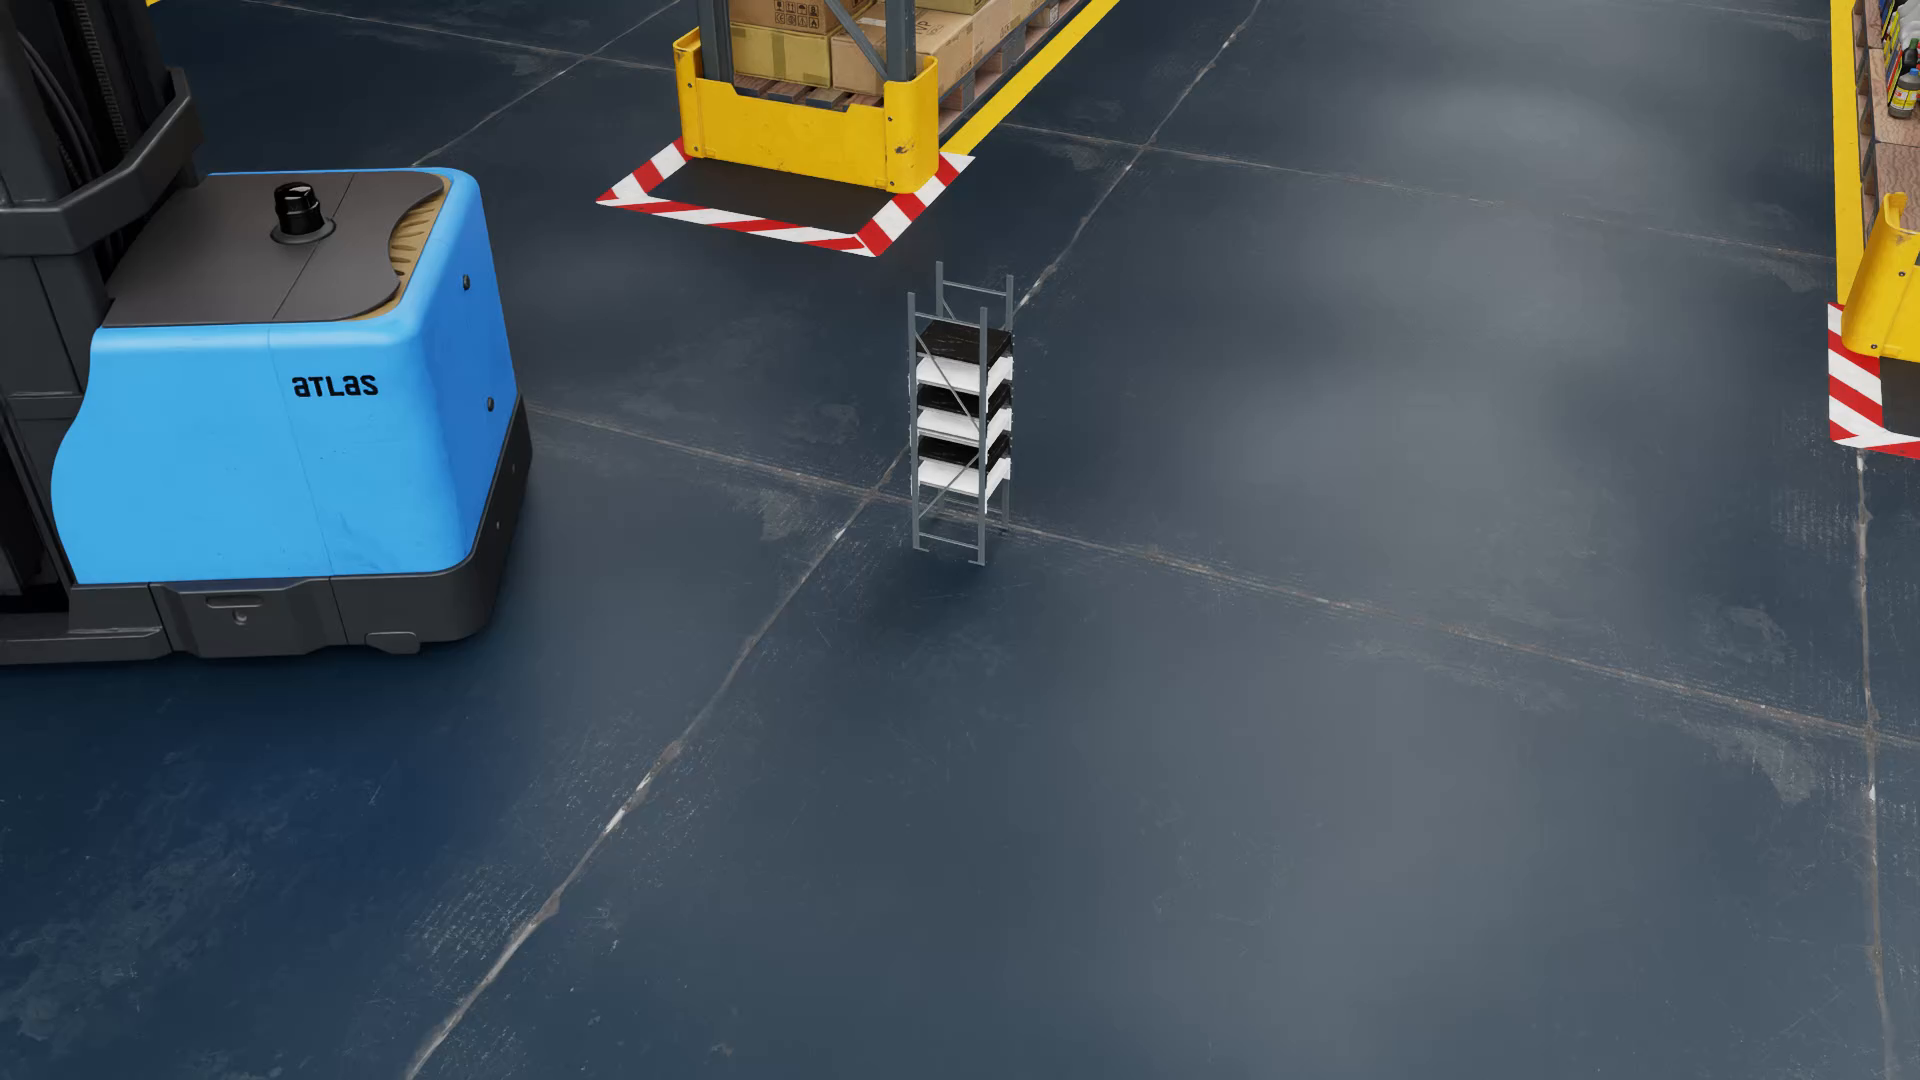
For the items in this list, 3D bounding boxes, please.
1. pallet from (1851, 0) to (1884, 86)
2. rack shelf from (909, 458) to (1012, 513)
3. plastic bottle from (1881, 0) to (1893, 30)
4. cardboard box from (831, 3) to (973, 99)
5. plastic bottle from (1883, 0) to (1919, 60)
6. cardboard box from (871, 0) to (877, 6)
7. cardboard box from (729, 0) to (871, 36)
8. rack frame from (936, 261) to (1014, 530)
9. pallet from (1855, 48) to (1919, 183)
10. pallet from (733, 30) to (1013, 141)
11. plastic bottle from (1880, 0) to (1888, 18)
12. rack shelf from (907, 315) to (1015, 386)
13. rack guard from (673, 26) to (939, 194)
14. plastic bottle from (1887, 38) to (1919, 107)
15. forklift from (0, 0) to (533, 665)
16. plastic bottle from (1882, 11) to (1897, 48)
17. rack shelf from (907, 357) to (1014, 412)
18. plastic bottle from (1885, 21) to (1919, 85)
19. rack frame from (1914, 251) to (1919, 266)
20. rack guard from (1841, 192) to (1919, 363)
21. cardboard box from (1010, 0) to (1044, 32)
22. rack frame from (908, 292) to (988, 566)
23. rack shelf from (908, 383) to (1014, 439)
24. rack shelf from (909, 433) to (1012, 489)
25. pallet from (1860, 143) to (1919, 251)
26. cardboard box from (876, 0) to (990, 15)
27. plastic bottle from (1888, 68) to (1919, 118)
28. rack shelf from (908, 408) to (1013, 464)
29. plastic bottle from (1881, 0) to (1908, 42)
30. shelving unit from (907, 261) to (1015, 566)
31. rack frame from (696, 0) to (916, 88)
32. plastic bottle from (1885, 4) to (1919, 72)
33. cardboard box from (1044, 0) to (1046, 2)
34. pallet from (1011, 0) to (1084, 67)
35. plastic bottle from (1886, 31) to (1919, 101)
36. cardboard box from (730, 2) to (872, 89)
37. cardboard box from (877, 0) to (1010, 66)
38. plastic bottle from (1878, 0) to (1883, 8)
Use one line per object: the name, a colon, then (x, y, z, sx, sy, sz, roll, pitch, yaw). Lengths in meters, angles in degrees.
pallet: (5.134, -2.551, 8.486, 1.003, 0.211, 1.213, 14, 39, 18)
rack shelf: (0.003, -0.194, 5.114, 0.258, 0.077, 0.200, 14, 39, 18)
plastic bottle: (4.666, -2.688, 8.186, 0.144, 0.351, 0.185, 12, 38, 16)
cardboard box: (-0.263, -2.259, 7.713, 0.500, 0.250, 0.500, 14, 39, 18)
plastic bottle: (4.504, -2.453, 7.872, 0.144, 0.351, 0.185, 14, 39, 17)
cardboard box: (-0.563, -2.657, 8.245, 0.500, 0.250, 0.500, 14, 39, 18)
cardboard box: (-0.744, -2.678, 7.647, 0.500, 0.500, 0.500, 14, 39, 18)
rack frame: (0.042, -0.421, 5.062, 0.240, 0.900, 0.006, 14, 39, 18)
pallet: (4.672, -1.873, 7.580, 1.003, 0.211, 1.213, 14, 39, 18)
pallet: (-0.421, -2.262, 8.100, 1.003, 0.211, 1.213, 14, 39, 18)
plastic bottle: (4.738, -2.793, 8.326, 0.144, 0.351, 0.185, 15, 39, 19)
rack shelf: (0.003, -0.555, 4.845, 0.258, 0.077, 0.200, 14, 39, 18)
rack guard: (-0.682, -1.931, 7.416, 1.175, 0.500, 0.348, 14, 39, 18)
plastic bottle: (4.227, -2.089, 7.441, 0.061, 0.283, 0.133, 15, 39, 19)
forklift: (-2.902, -1.093, 4.264, 3.031, 2.935, 1.130, -2, 37, -3)
plastic bottle: (4.536, -2.477, 8.029, 0.097, 0.201, 0.097, 0, 37, 0)
rack shelf: (0.003, -0.482, 4.899, 0.258, 0.077, 0.200, 14, 39, 18)
plastic bottle: (4.374, -2.228, 7.632, 0.152, 0.276, 0.135, 13, 39, 16)
rack frame: (3.906, -1.816, 5.173, 1.000, 3.000, 0.127, 14, 39, 18)
rack guard: (3.892, -0.867, 5.992, 1.175, 0.500, 0.348, 14, 39, 18)
cardboard box: (0.114, -2.813, 8.454, 0.500, 0.250, 0.500, 14, 39, 18)
rack frame: (-0.036, -0.309, 4.911, 0.240, 0.900, 0.006, 14, 39, 18)
rack shelf: (0.003, -0.410, 4.953, 0.258, 0.077, 0.200, 14, 39, 18)
rack shelf: (0.003, -0.266, 5.060, 0.258, 0.077, 0.200, 14, 39, 18)
pallet: (4.206, -1.200, 6.679, 1.003, 0.211, 1.213, 14, 39, 18)
cardboard box: (-0.075, -2.837, 7.859, 0.500, 0.500, 0.500, 14, 39, 18)
plastic bottle: (4.200, -1.988, 7.374, 0.097, 0.201, 0.097, 0, 37, 0)
rack shelf: (0.003, -0.338, 5.007, 0.258, 0.077, 0.200, 14, 39, 18)
plastic bottle: (4.564, -2.580, 8.097, 0.061, 0.283, 0.133, 16, 40, 20)
shelving unit: (0.003, -0.365, 4.987, 0.258, 0.900, 0.210, 14, 39, 18)
rack frame: (-0.673, -2.946, 6.686, 1.000, 3.000, 0.127, 14, 39, 18)
plastic bottle: (4.433, -2.350, 7.734, 0.144, 0.351, 0.185, 15, 39, 20)
cardboard box: (0.309, -3.089, 8.823, 0.500, 0.250, 0.500, 14, 39, 18)
pallet: (0.045, -2.935, 9.000, 1.003, 0.211, 1.213, 14, 39, 18)
plastic bottle: (4.321, -2.151, 7.530, 0.152, 0.276, 0.135, 14, 39, 18)
cardboard box: (-0.742, -2.377, 7.871, 0.500, 0.250, 0.500, 14, 39, 18)
cardboard box: (-0.076, -2.537, 8.084, 0.500, 0.250, 0.500, 14, 39, 18)
plastic bottle: (4.804, -2.854, 8.470, 0.152, 0.276, 0.135, 15, 39, 19)
